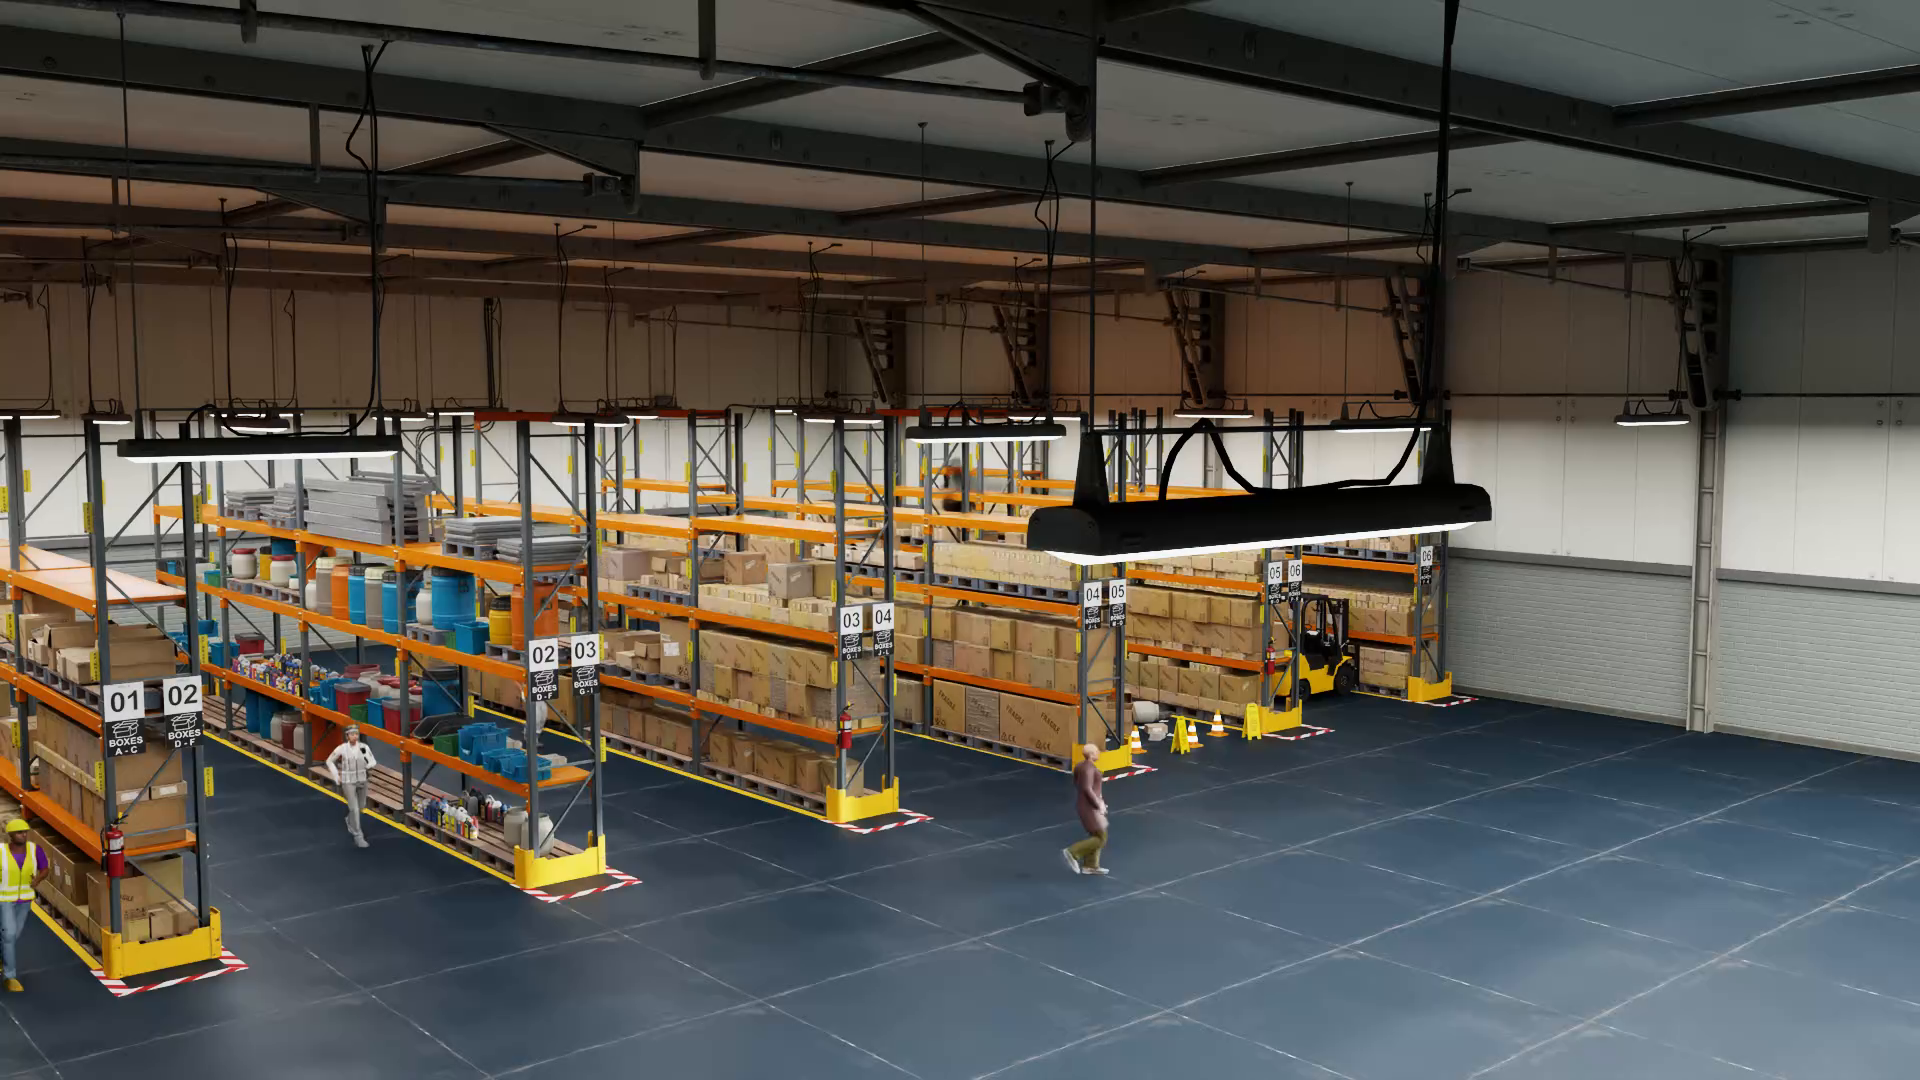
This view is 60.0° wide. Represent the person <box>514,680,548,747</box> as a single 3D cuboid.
[{"bbox_3d":[-7.611,2.840,29.811,0.531,1.746,0.648,5,7,42],"label":"person"}]

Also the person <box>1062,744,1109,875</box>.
[{"bbox_3d":[1.645,3.544,21.876,0.661,1.752,0.735,-1,5,-11],"label":"person"}]

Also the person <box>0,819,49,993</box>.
[{"bbox_3d":[-10.211,3.891,17.948,0.919,1.785,0.725,4,6,37],"label":"person"}]

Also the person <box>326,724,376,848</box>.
[{"bbox_3d":[-8.523,3.412,23.397,0.613,1.677,0.922,-4,7,-42],"label":"person"}]
